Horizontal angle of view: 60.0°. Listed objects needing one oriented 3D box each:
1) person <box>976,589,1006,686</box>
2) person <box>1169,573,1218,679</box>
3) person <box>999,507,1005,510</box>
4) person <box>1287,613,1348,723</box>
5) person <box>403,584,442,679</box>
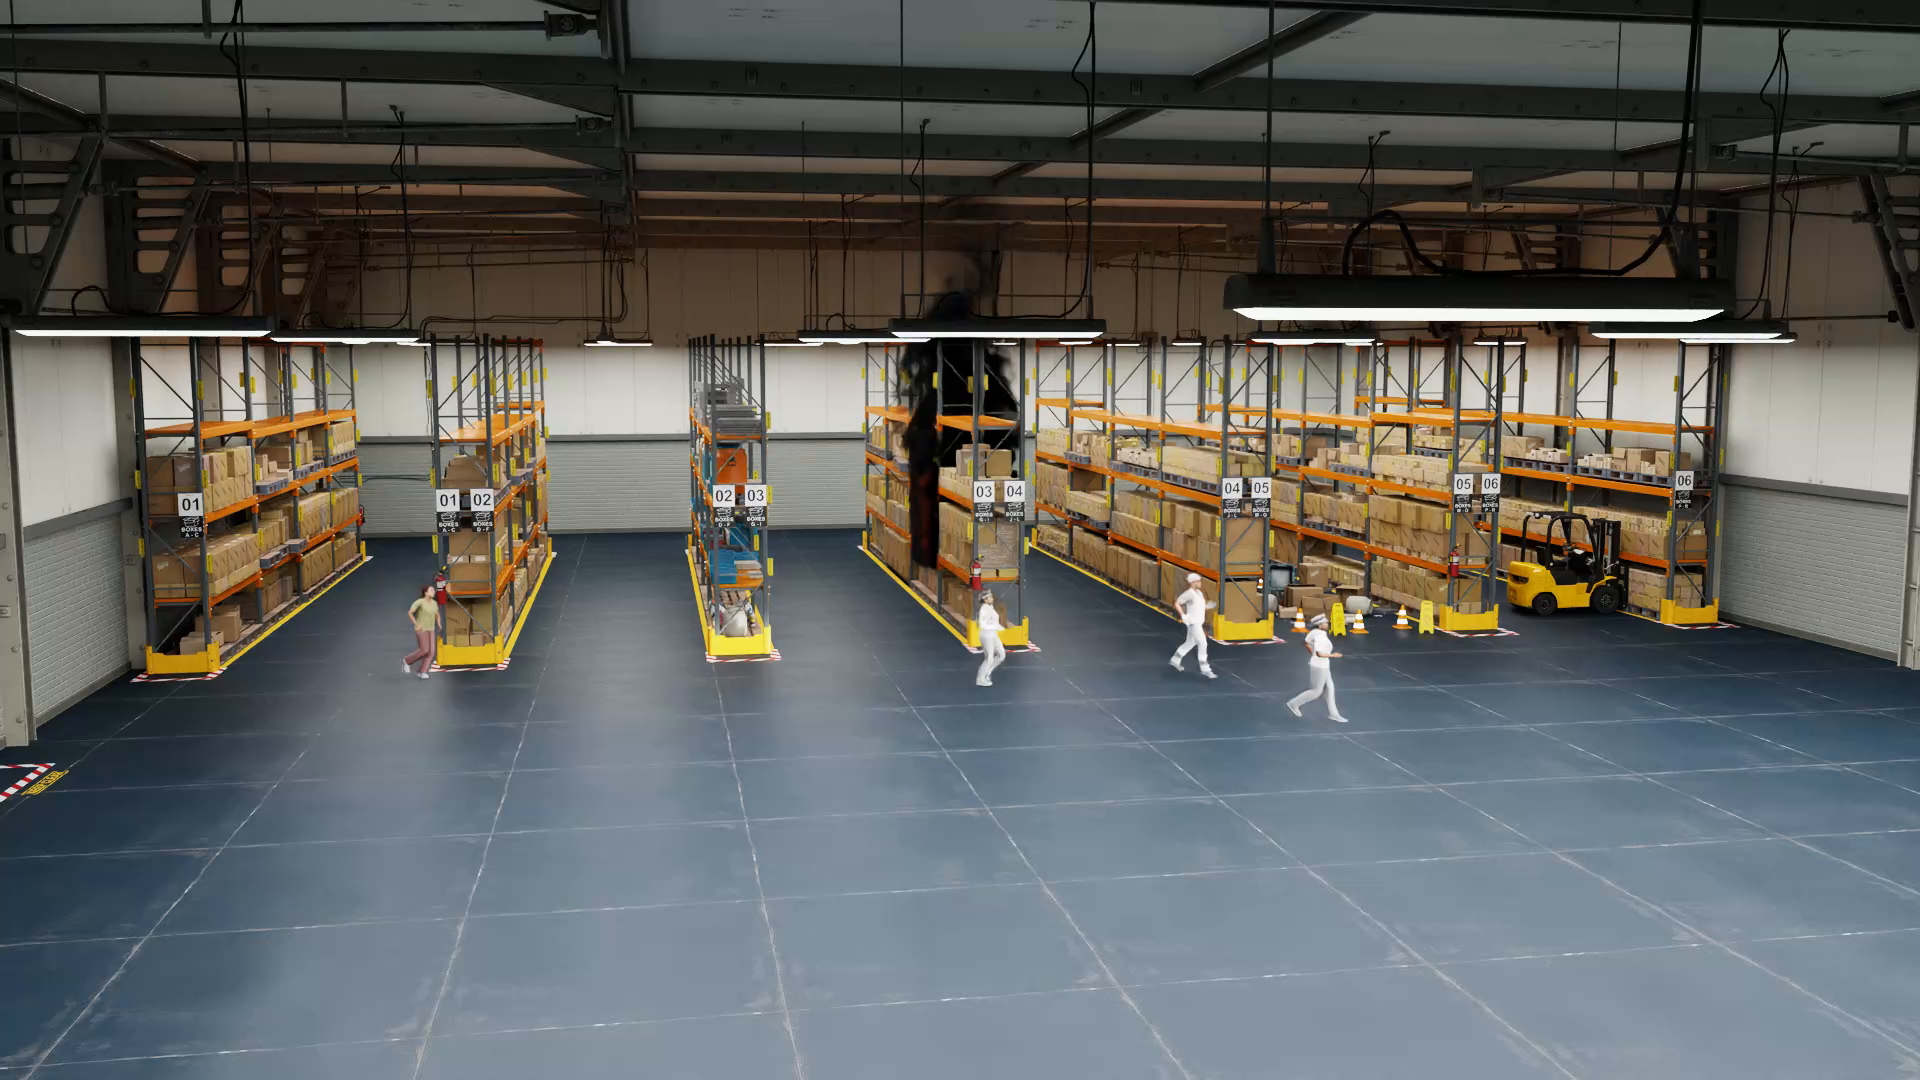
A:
[{"bbox_3d":[0.549,1.654,28.267,0.570,1.662,0.600,2,7,21],"label":"person"},{"bbox_3d":[4.094,1.483,29.076,0.925,1.810,0.655,3,7,24],"label":"person"},{"bbox_3d":[1.134,-0.455,47.289,0.555,1.571,0.615,0,7,2],"label":"person"},{"bbox_3d":[5.492,1.957,25.489,0.920,1.699,0.581,1,7,11],"label":"person"},{"bbox_3d":[-9.407,1.580,29.220,0.580,1.617,0.646,4,7,29],"label":"person"}]
